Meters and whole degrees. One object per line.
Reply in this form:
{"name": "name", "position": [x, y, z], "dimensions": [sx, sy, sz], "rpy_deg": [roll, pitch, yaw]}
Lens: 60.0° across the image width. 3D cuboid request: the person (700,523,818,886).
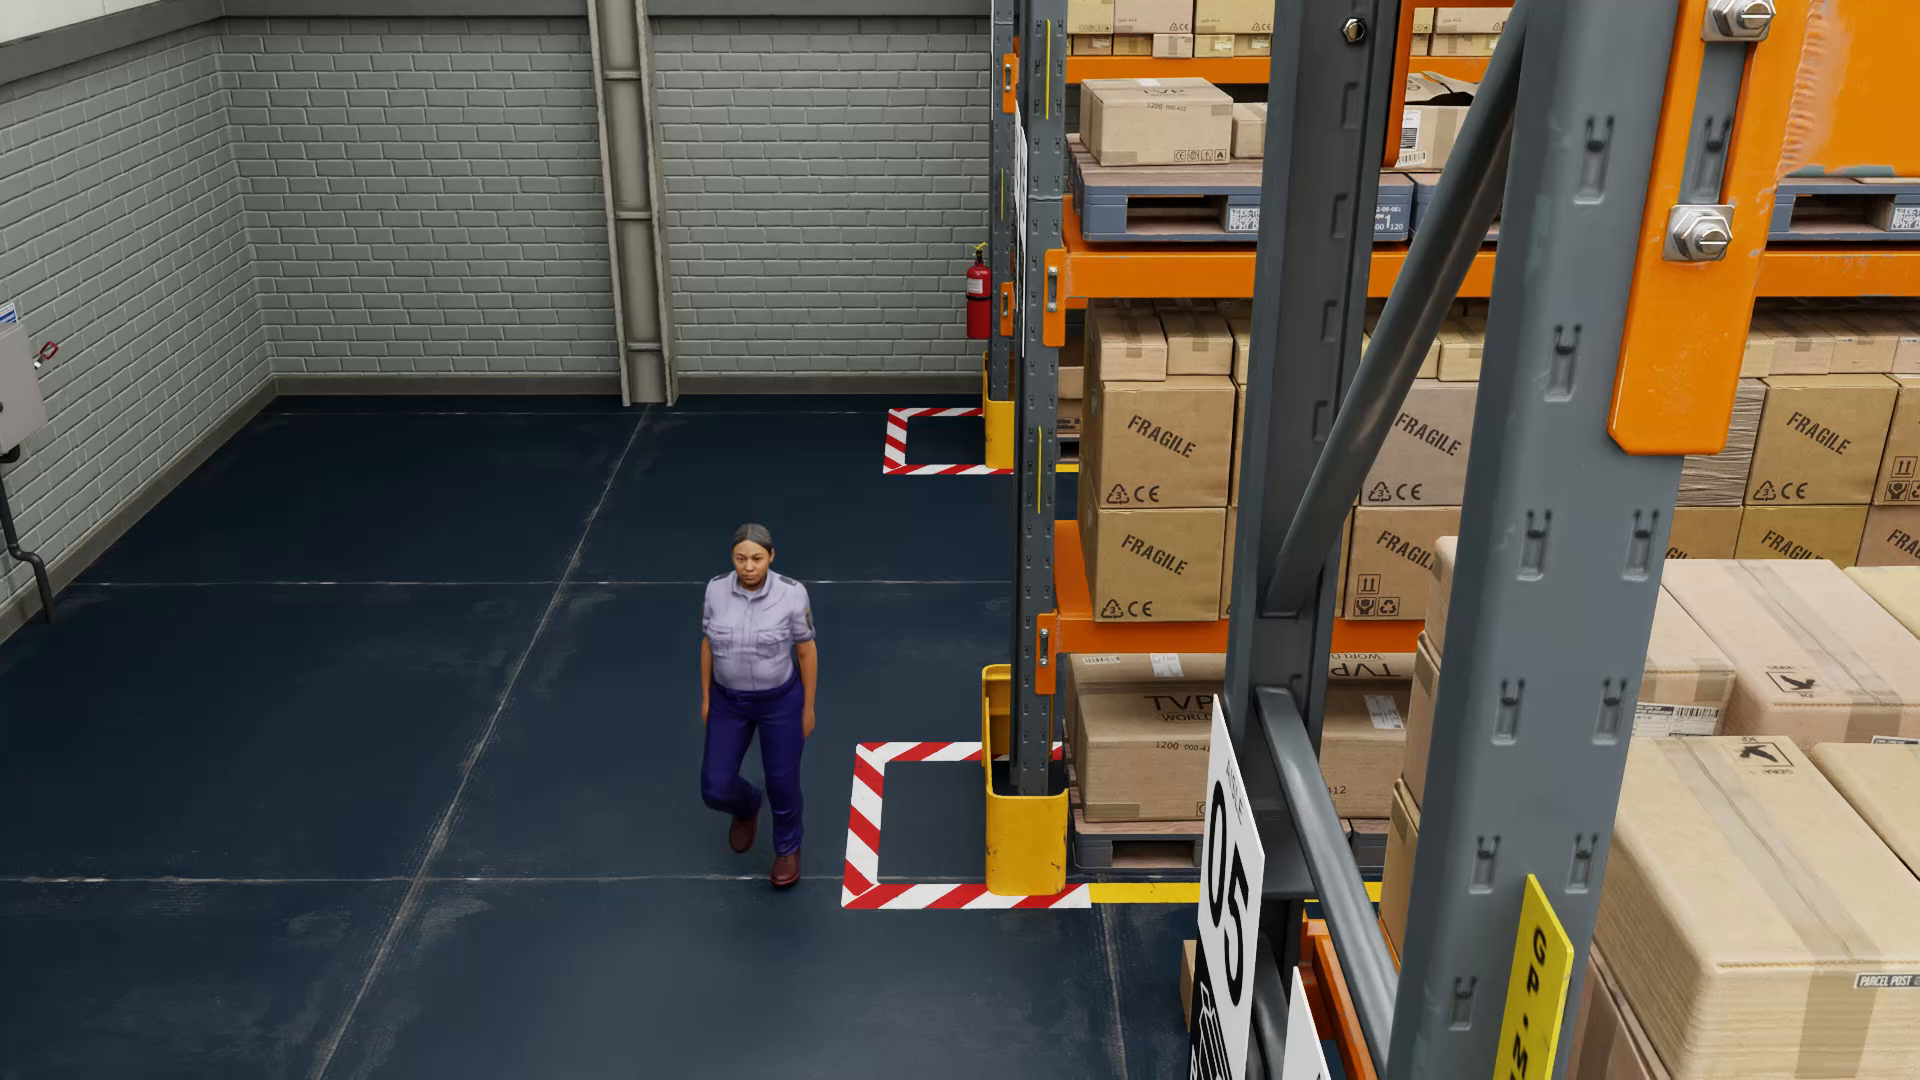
{"name": "person", "position": [-0.851, 0.693, 7.023], "dimensions": [0.507, 1.639, 0.467], "rpy_deg": [2, 24, 5]}
